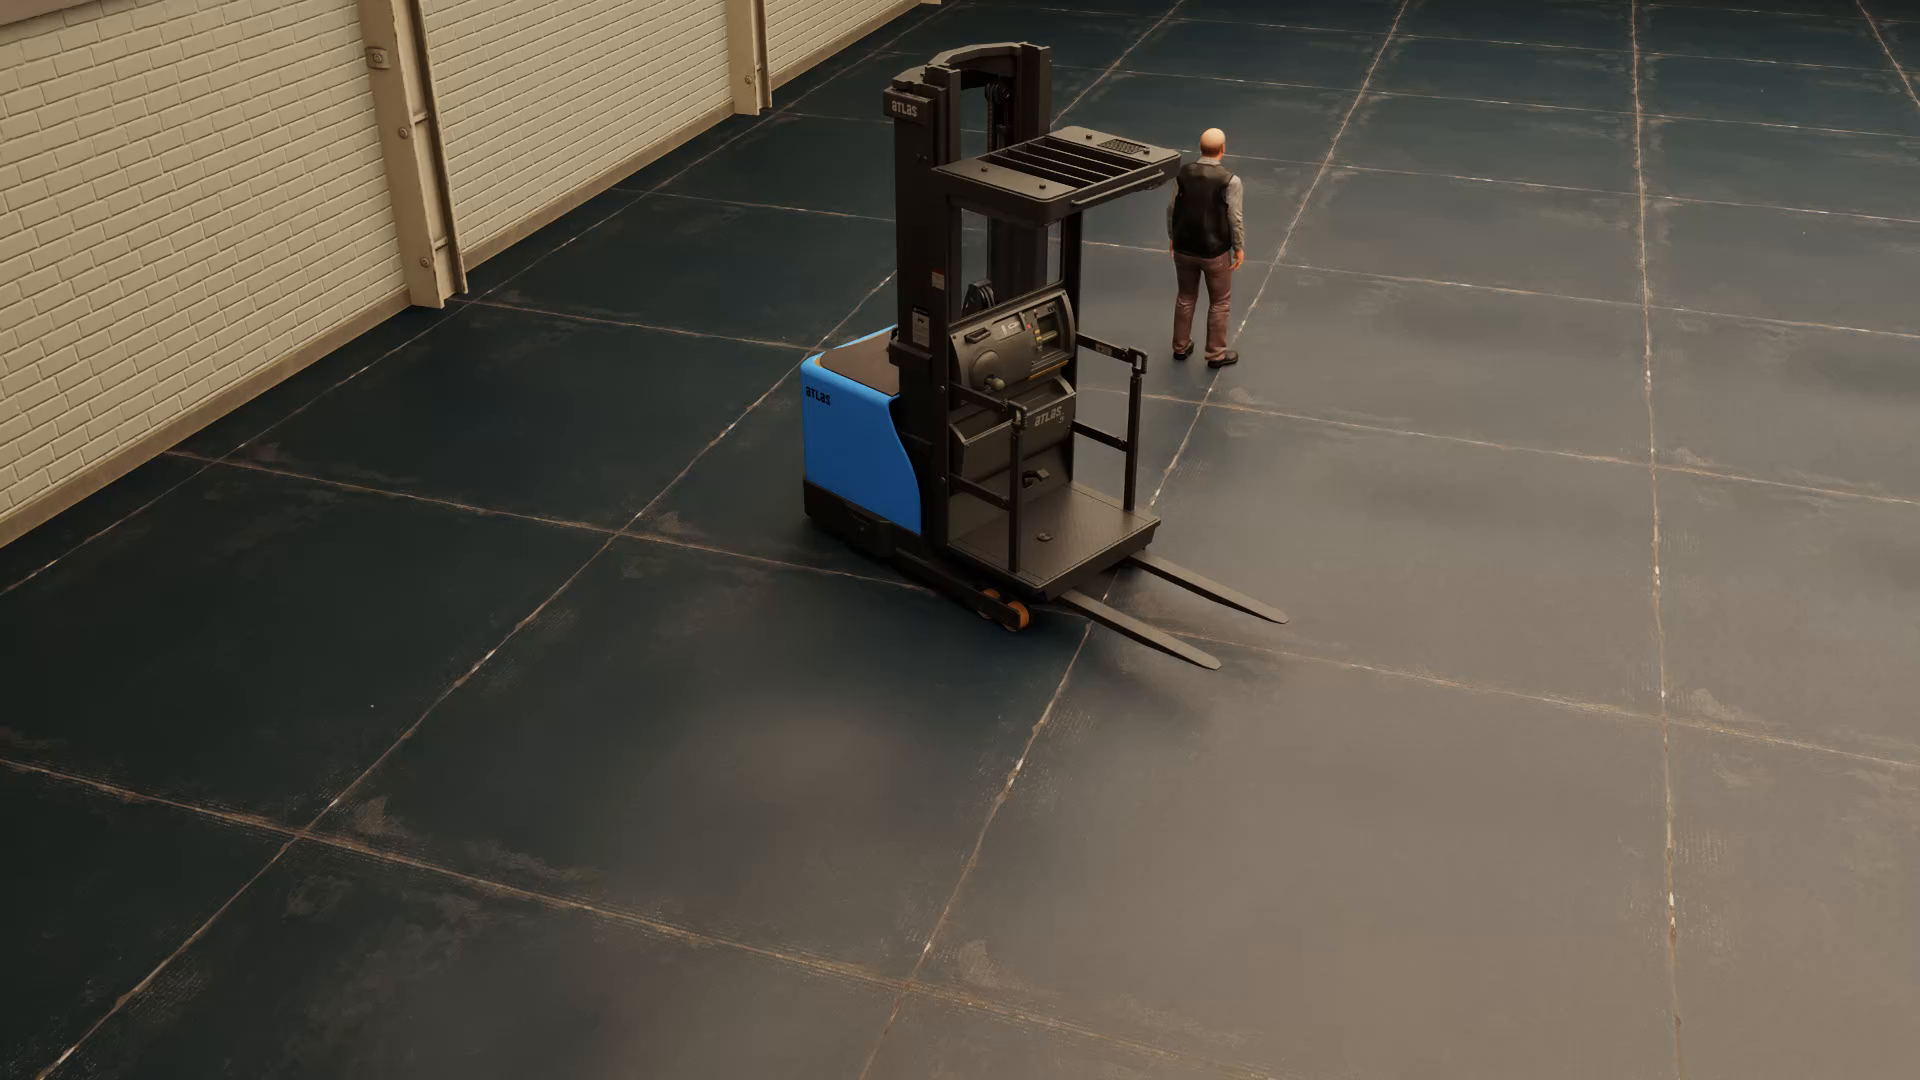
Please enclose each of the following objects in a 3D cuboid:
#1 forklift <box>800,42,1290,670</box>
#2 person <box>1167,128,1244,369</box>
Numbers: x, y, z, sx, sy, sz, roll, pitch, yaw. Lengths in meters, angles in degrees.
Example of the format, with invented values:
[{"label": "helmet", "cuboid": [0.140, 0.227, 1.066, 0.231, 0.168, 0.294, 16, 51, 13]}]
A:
[{"label": "forklift", "cuboid": [0.449, -1.058, 8.992, 3.031, 2.935, 1.130, 26, 38, 37]}, {"label": "person", "cuboid": [1.761, -2.105, 12.052, 0.589, 1.721, 0.414, 18, 34, 28]}]
